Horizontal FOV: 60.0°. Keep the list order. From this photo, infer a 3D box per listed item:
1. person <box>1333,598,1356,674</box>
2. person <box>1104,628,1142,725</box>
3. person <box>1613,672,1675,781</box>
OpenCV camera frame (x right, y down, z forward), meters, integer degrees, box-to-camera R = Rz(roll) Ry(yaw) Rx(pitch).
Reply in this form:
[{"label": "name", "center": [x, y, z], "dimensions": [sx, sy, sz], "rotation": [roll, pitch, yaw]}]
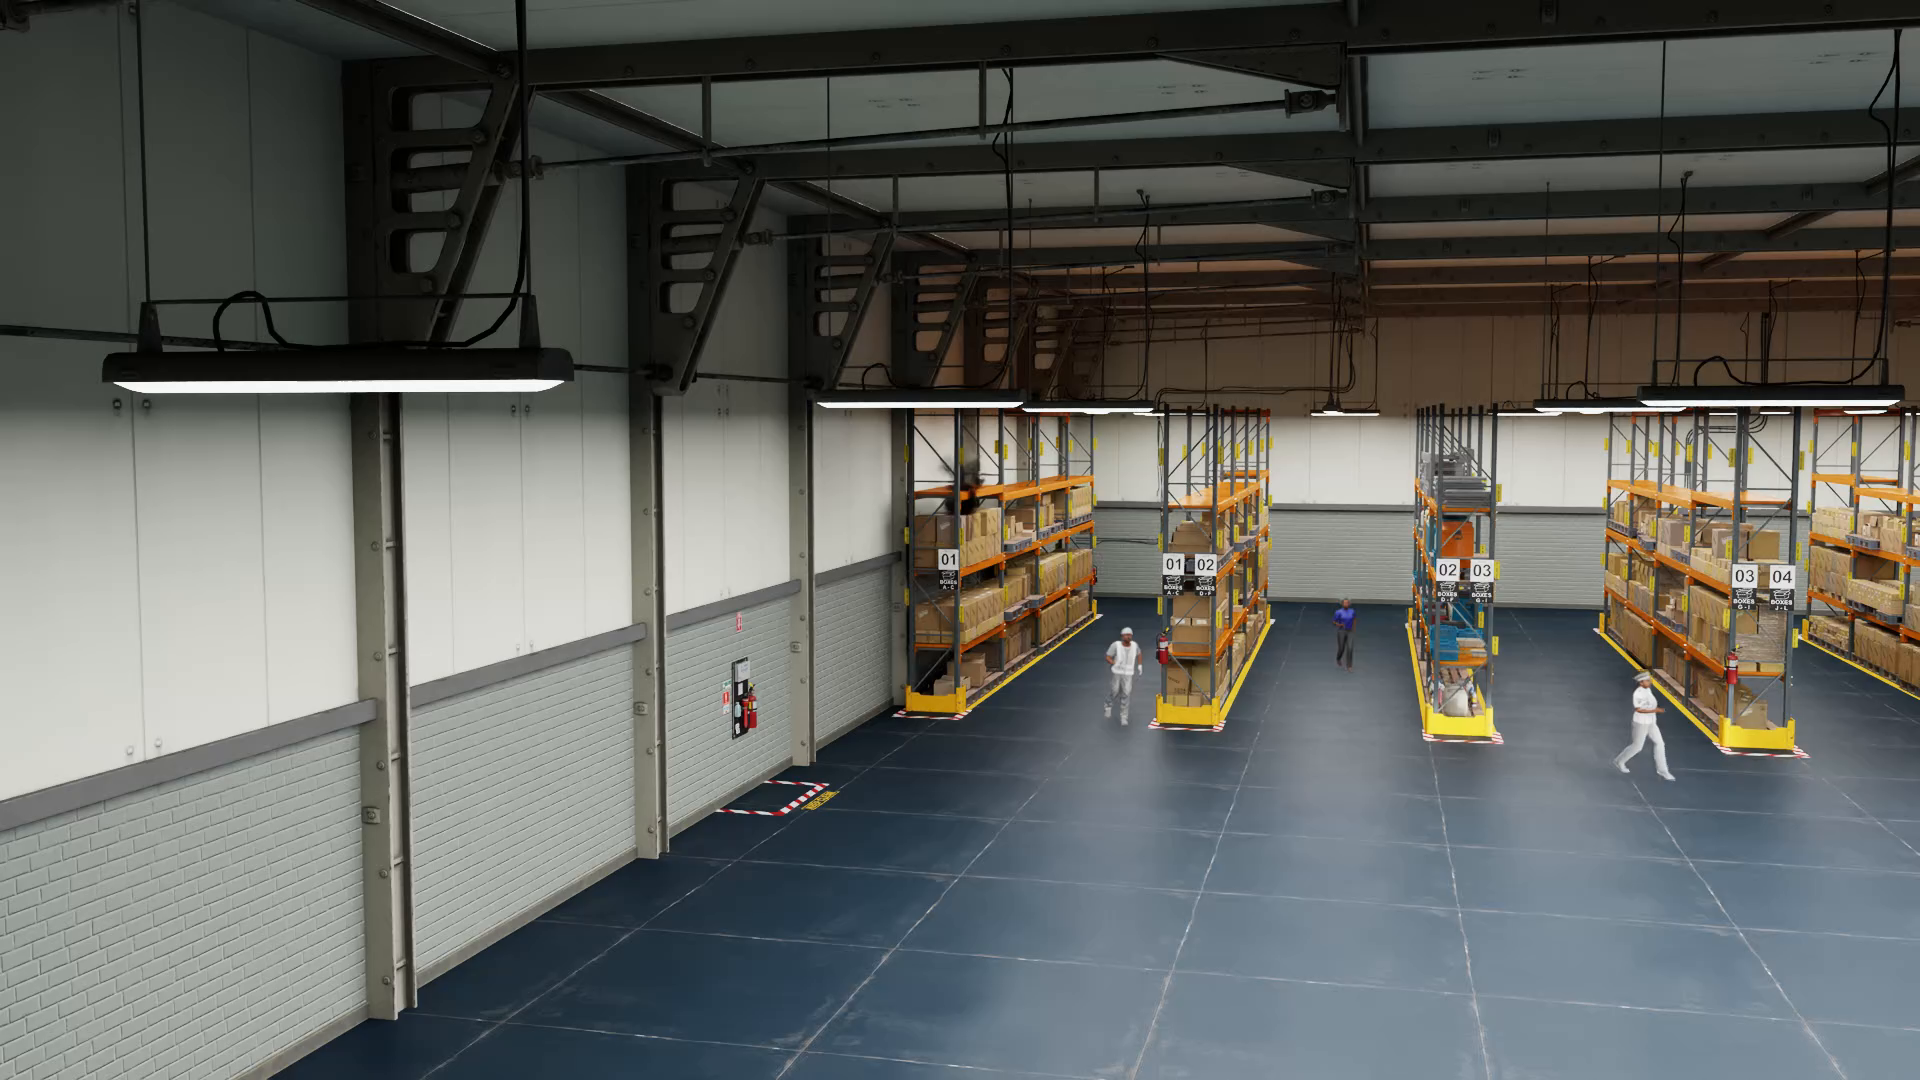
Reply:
[{"label": "person", "center": [8.735, 2.143, 37.699], "dimensions": [0.581, 1.658, 0.920], "rotation": [0, 4, -1]}, {"label": "person", "center": [3.102, 2.536, 31.366], "dimensions": [0.737, 1.784, 0.909], "rotation": [-1, 4, -8]}, {"label": "person", "center": [10.947, 2.941, 26.550], "dimensions": [0.583, 1.706, 0.935], "rotation": [-4, 5, -40]}]
